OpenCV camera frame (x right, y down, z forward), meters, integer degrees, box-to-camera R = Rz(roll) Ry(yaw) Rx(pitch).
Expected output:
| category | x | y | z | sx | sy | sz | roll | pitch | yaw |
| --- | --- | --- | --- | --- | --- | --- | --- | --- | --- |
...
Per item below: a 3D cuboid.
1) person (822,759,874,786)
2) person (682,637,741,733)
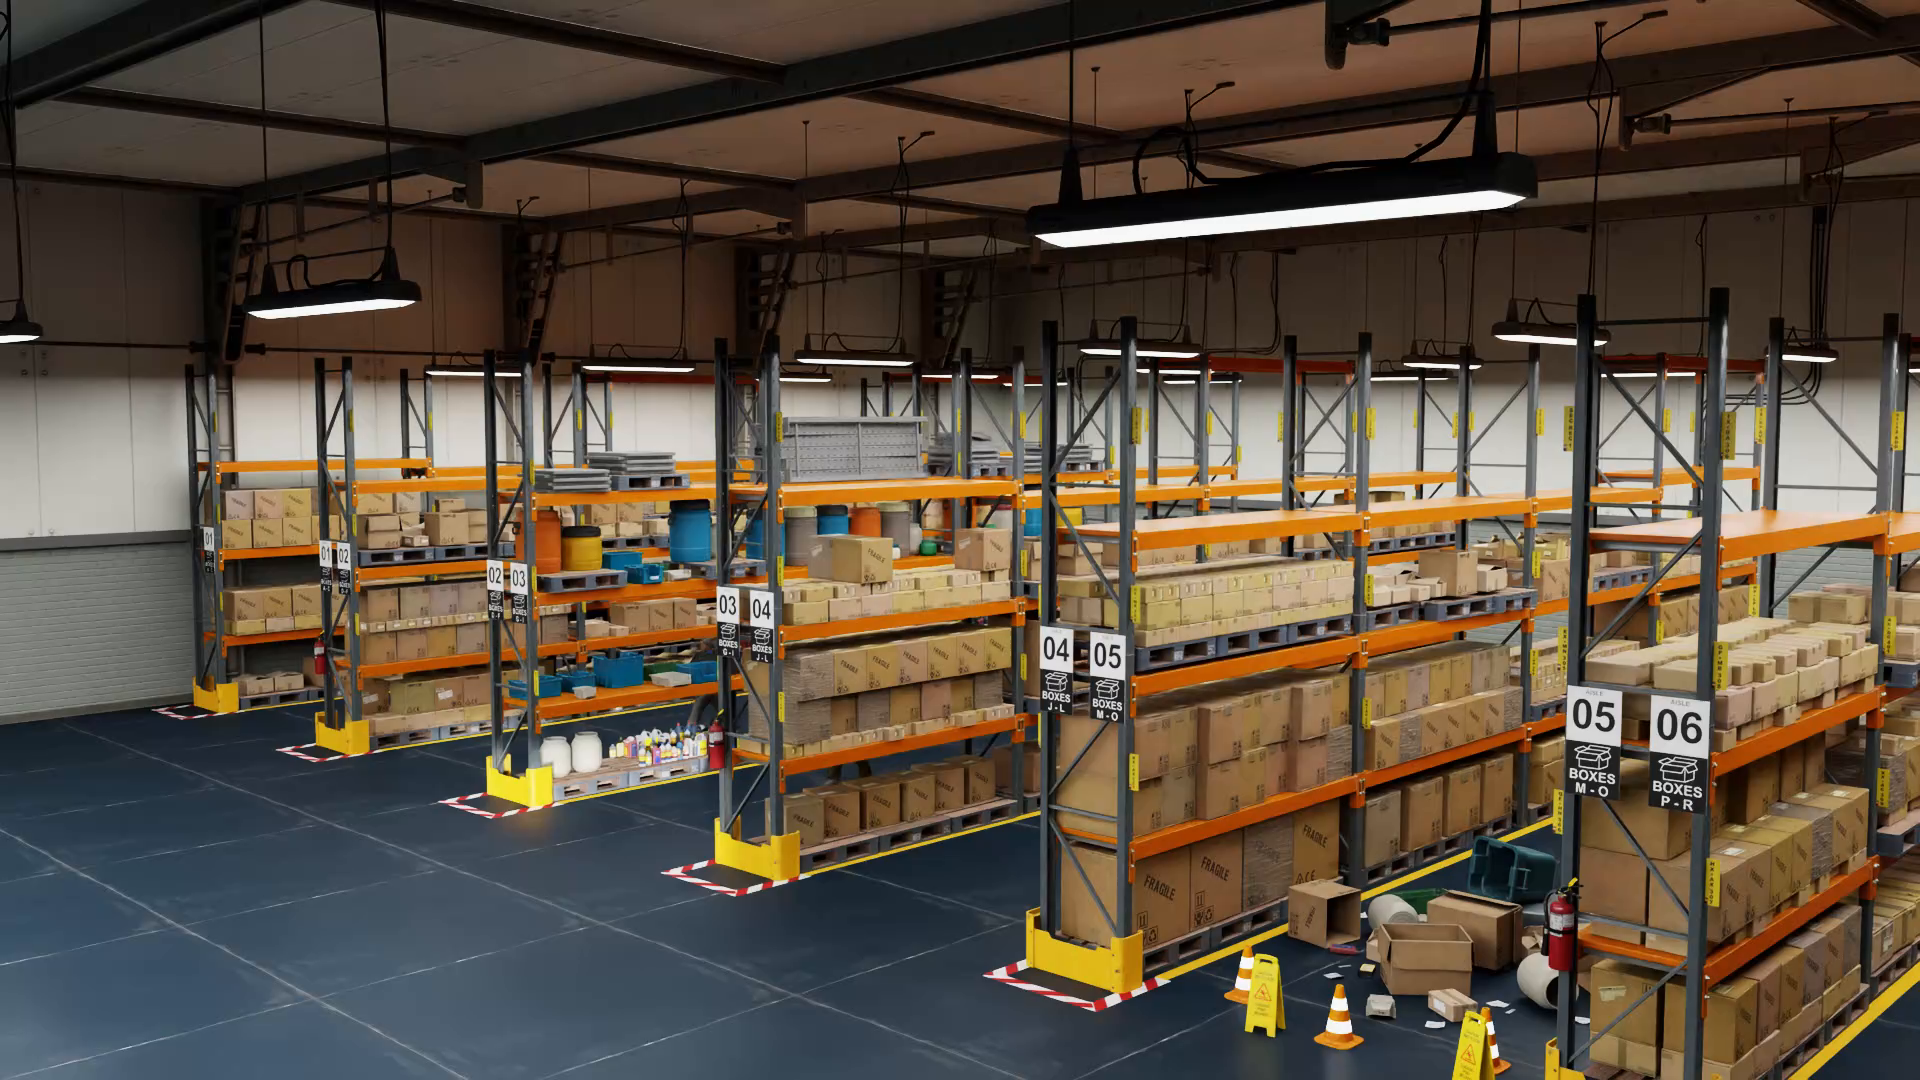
| category | x | y | z | sx | sy | sz | roll | pitch | yaw |
| --- | --- | --- | --- | --- | --- | --- | --- | --- | --- |
| person | -1.582 | 2.538 | 22.866 | 0.866 | 1.796 | 0.608 | -4 | 6 | -41 |
| person | -4.015 | 2.333 | 26.298 | 1.066 | 1.585 | 0.502 | 0 | 4 | -3 |
